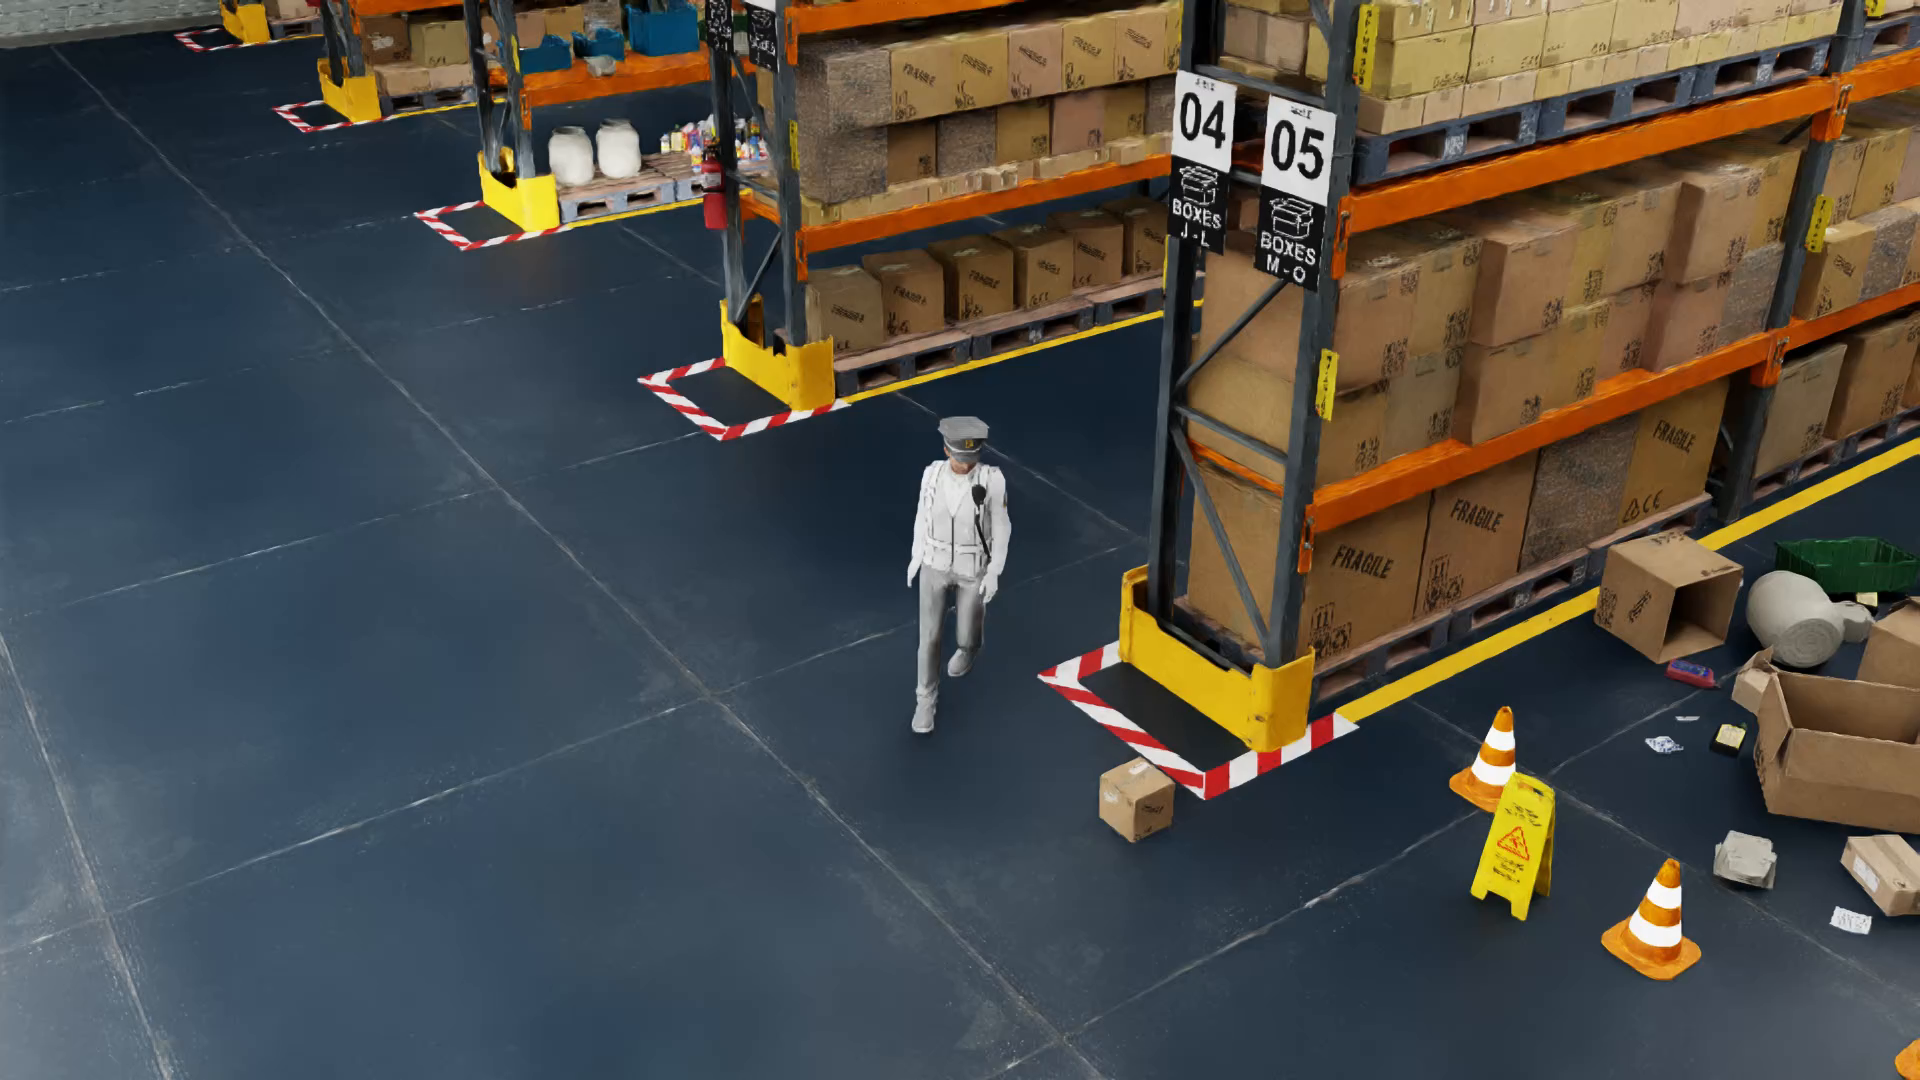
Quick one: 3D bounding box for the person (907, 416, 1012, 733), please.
[{"bbox_3d":[-0.007,0.129,8.382,0.534,1.640,0.698,3,29,5],"label":"person"}]
